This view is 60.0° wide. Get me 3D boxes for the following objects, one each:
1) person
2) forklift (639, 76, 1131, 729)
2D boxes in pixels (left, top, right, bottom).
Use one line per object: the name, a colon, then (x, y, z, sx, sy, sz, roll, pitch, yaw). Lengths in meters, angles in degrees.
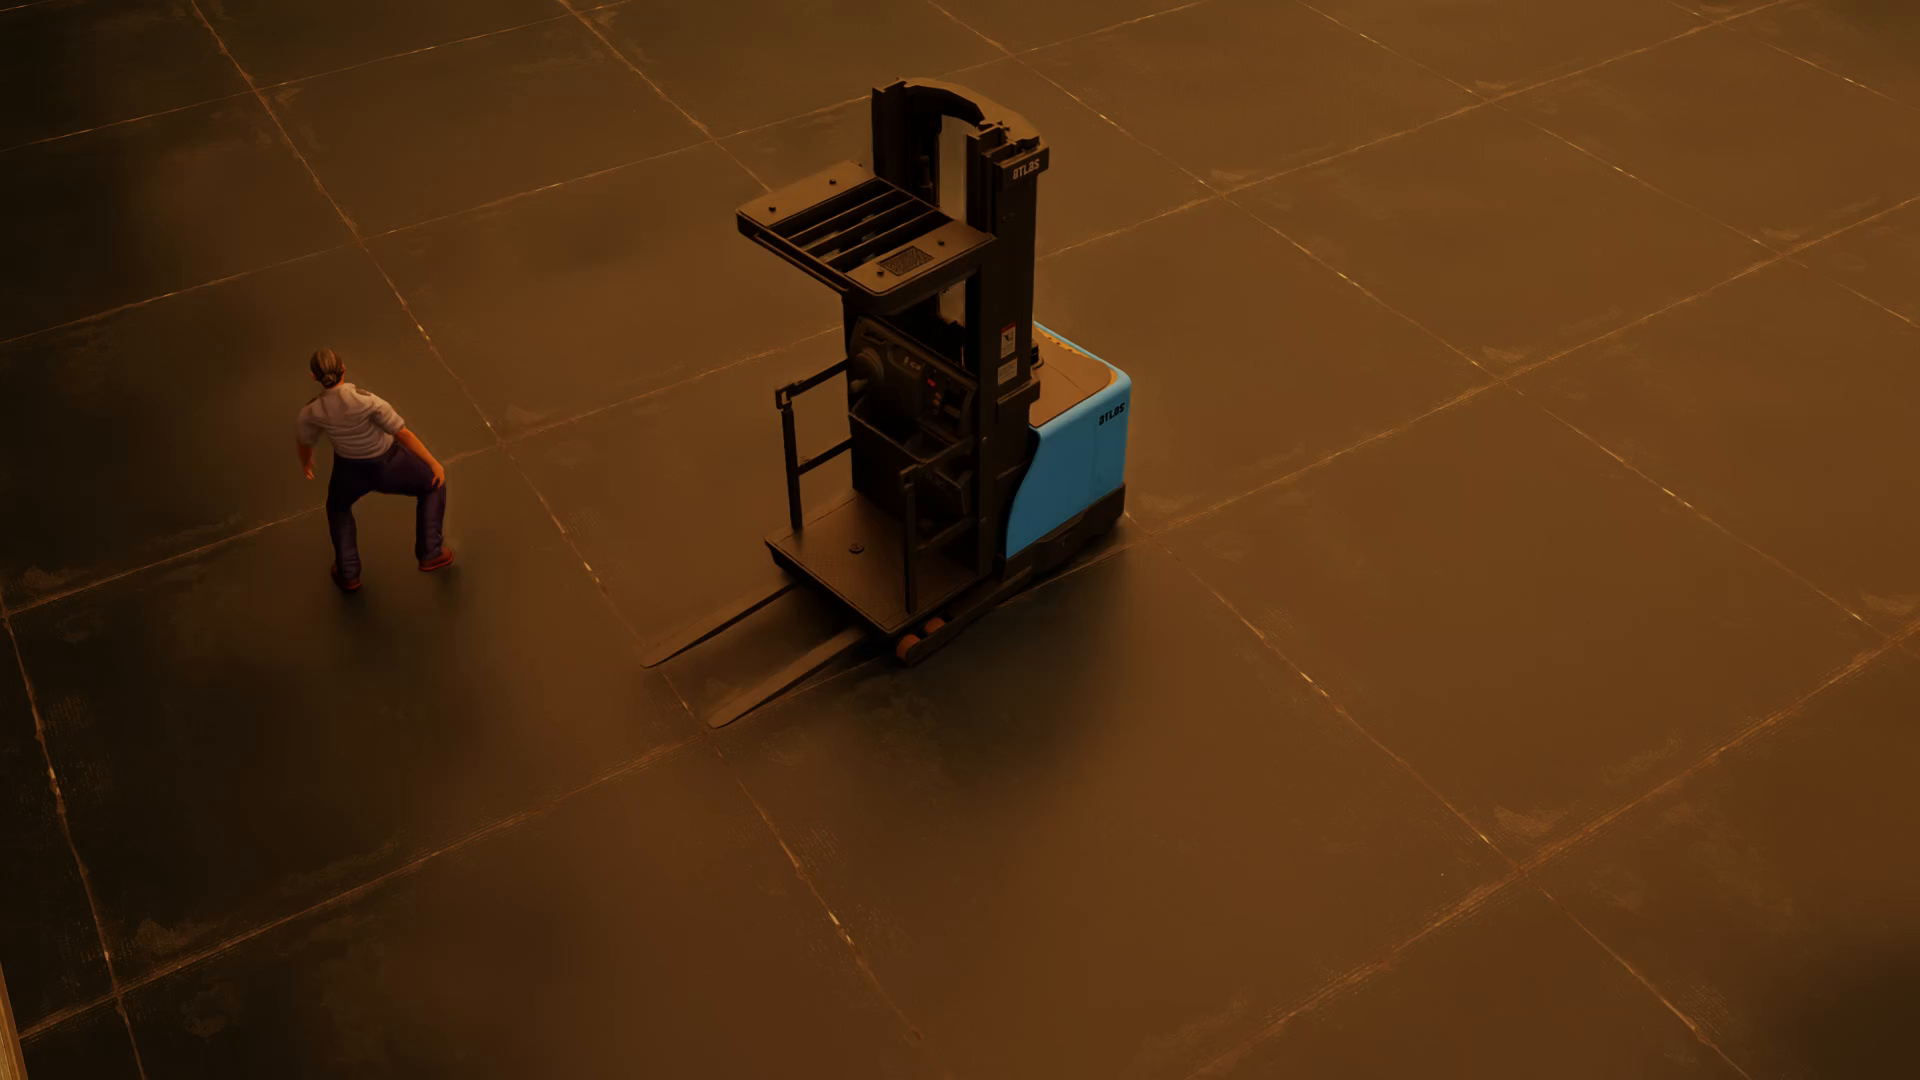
person: (-3.333, -0.433, 9.423, 0.840, 1.565, 0.487, -1, 41, -1)
forklift: (-0.414, -0.798, 8.784, 3.031, 2.935, 1.130, -32, 50, -31)
